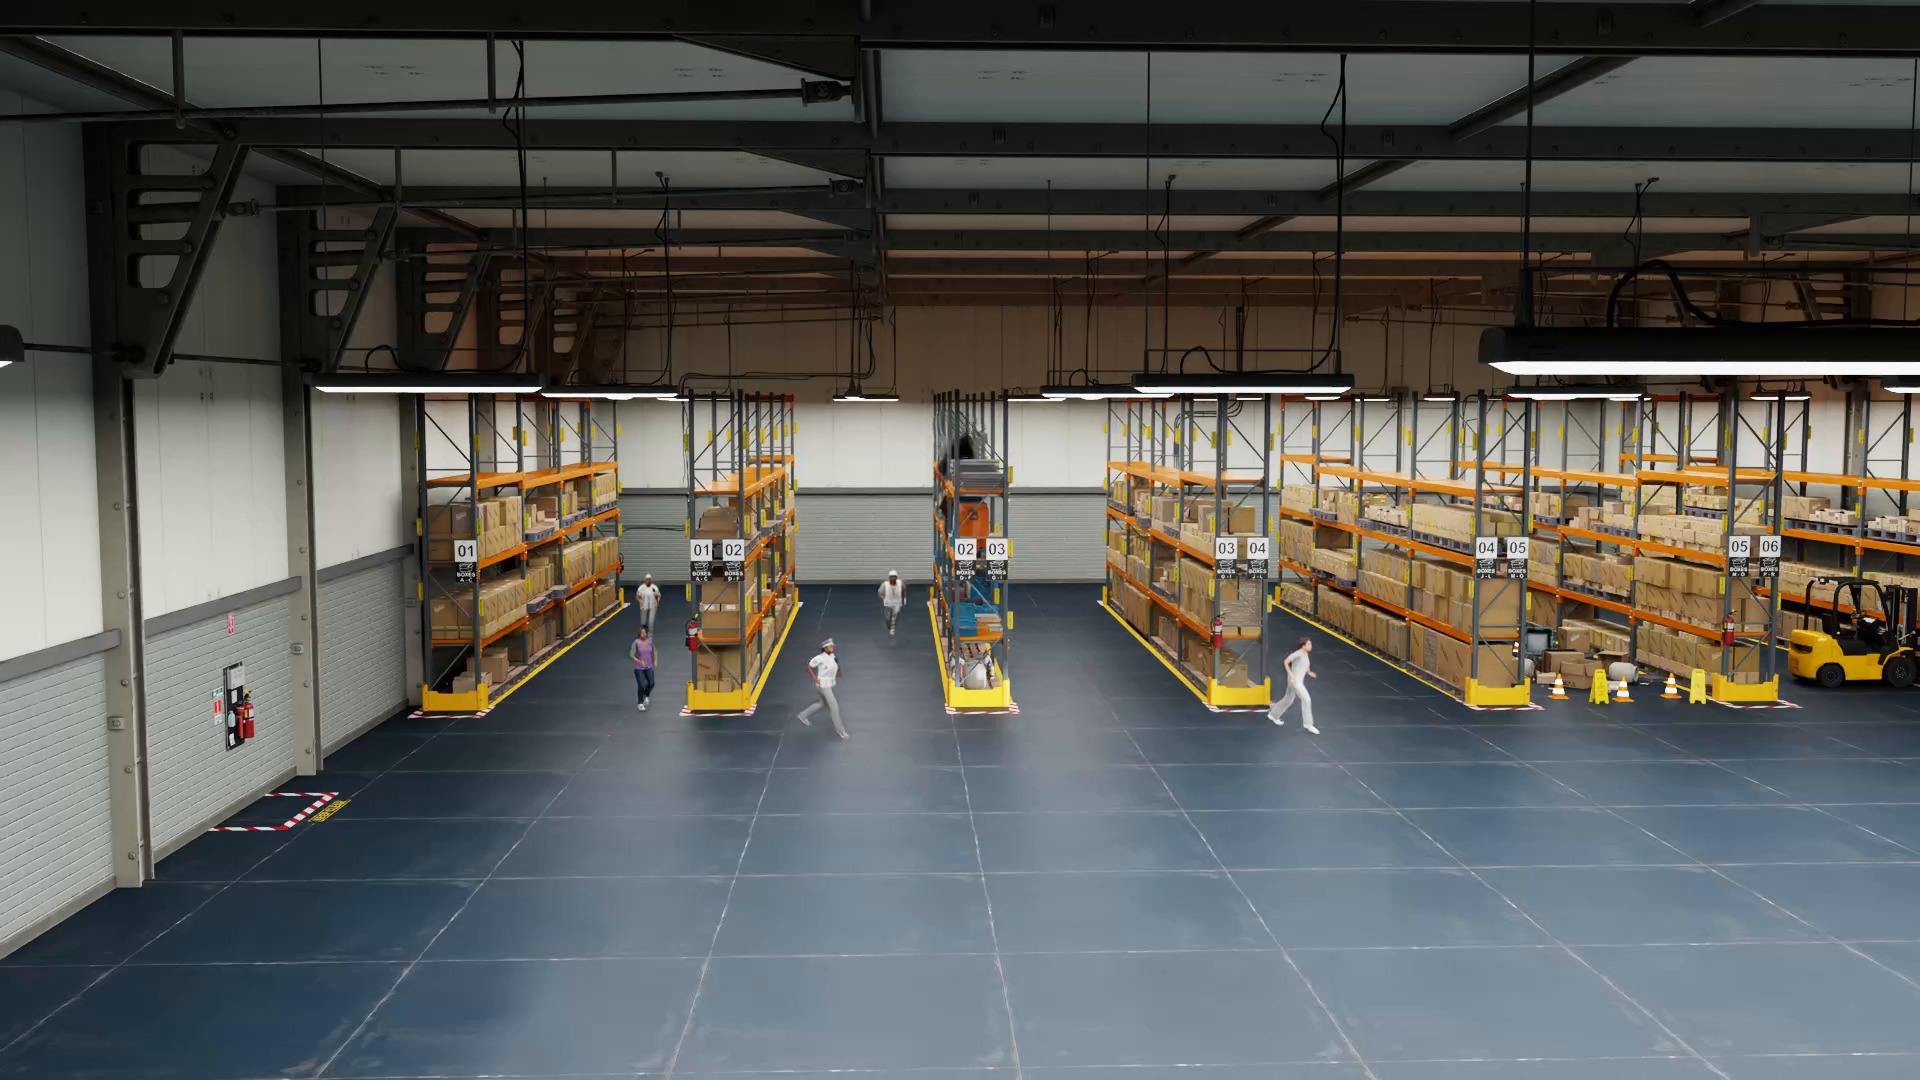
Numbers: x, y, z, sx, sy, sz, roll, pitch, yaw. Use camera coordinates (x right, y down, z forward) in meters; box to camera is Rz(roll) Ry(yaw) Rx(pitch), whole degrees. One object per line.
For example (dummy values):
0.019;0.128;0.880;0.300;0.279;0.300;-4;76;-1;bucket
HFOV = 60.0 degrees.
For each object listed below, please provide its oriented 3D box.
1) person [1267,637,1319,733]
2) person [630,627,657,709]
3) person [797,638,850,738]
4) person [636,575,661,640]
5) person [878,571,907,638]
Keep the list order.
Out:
5.849;2.518;29.170;0.951;1.672;0.566;3;5;31;person
-5.884;2.404;31.094;0.579;1.563;0.550;-3;5;-30;person
-2.346;2.551;28.762;1.037;1.737;0.542;2;5;20;person
-7.522;1.638;40.189;0.595;1.622;0.561;-1;5;-12;person
-1.612;1.549;39.706;0.707;1.673;1.033;0;5;-5;person
